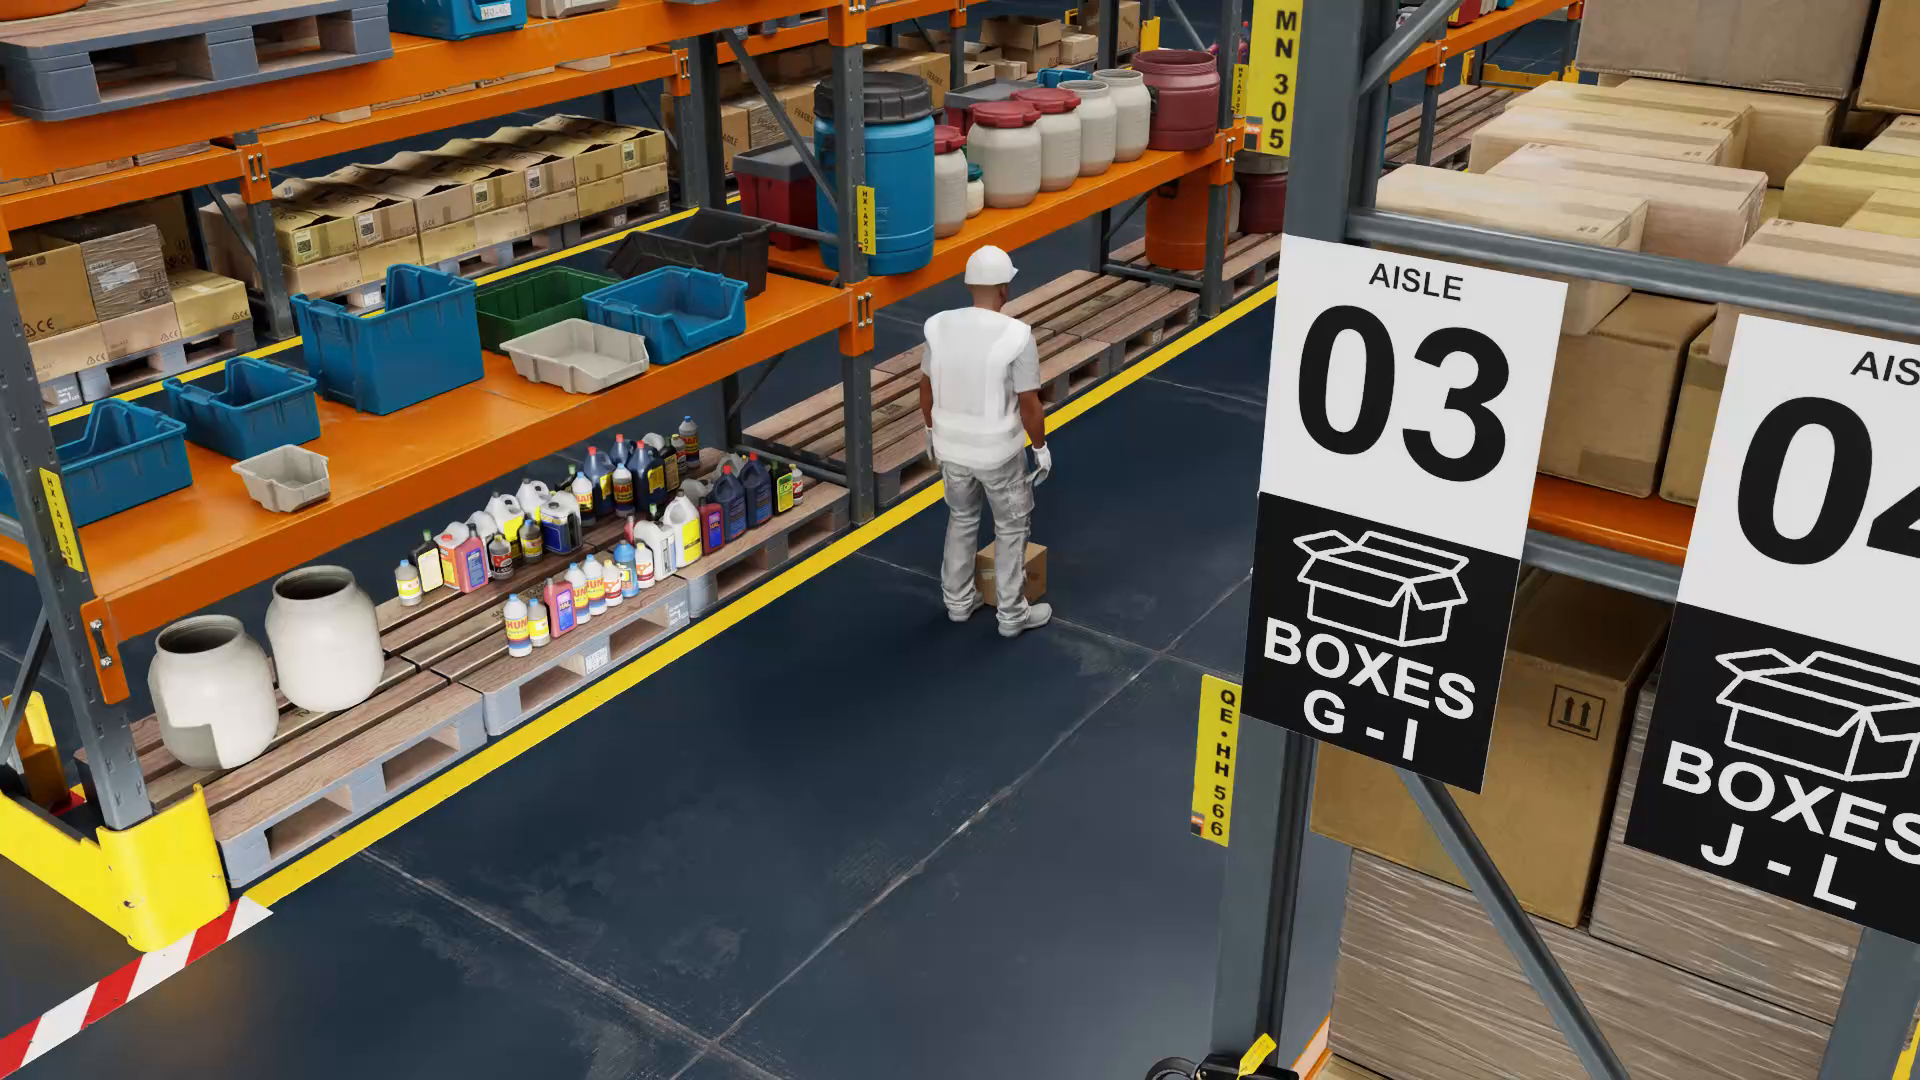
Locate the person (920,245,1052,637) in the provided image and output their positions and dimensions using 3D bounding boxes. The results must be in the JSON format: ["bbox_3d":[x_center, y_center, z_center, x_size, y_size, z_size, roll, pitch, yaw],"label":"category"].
[{"bbox_3d":[0.114,-0.433,7.465,0.626,1.773,0.451,15,30,27],"label":"person"}]
